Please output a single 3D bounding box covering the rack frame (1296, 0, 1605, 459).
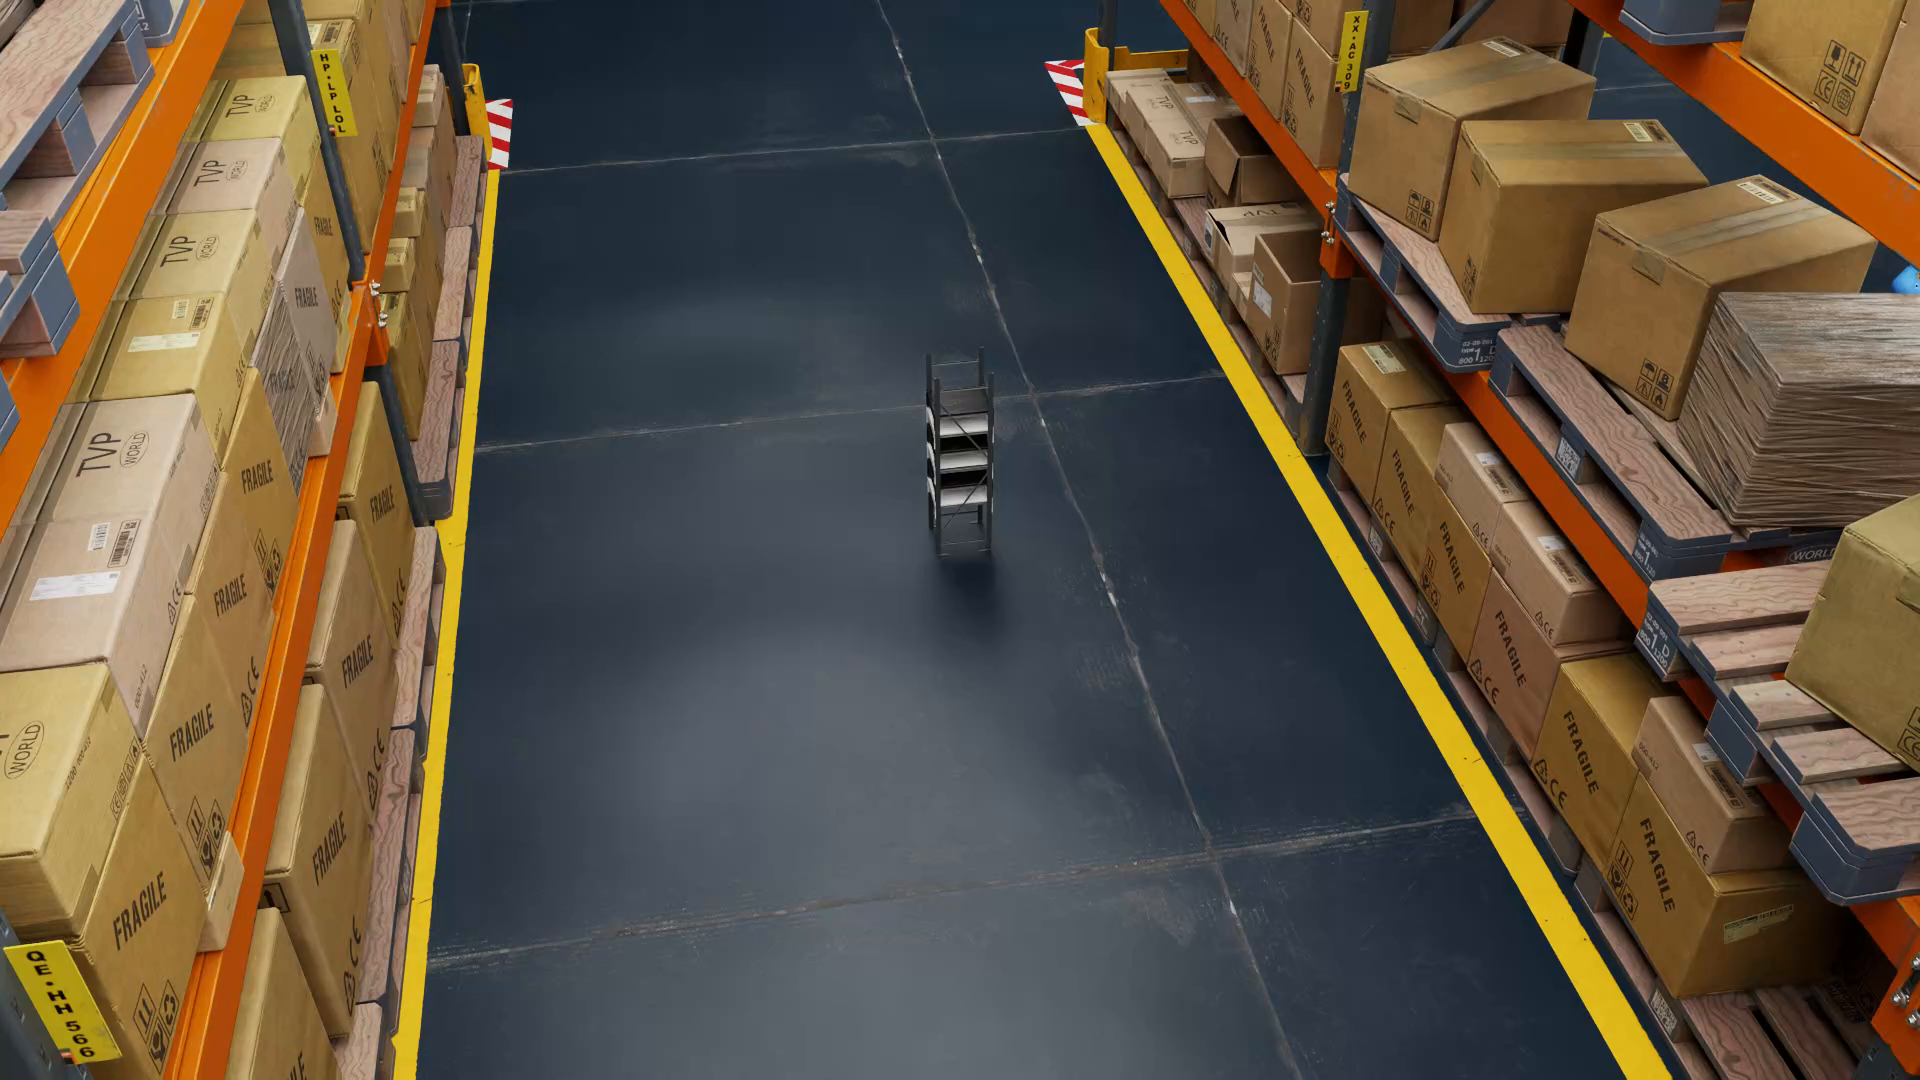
[{"bbox_3d":[2.085,-1.654,6.934,1.000,3.000,0.127,-6,38,-8],"label":"rack frame"}]

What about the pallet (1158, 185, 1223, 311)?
[{"bbox_3d":[1.748,-1.706,9.274,1.003,0.211,1.213,-6,38,-8],"label":"pallet"}]

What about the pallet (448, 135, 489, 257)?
[{"bbox_3d":[-3.275,-1.959,9.600,1.003,0.211,1.213,-6,38,-8],"label":"pallet"}]

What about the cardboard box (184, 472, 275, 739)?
[{"bbox_3d":[-2.092,0.194,4.215,0.500,0.500,0.500,-6,38,-8],"label":"cardboard box"}]

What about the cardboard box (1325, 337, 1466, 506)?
[{"bbox_3d":[1.930,-0.522,7.156,0.500,0.500,0.500,-8,39,-10],"label":"cardboard box"}]

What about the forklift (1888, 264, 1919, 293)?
[{"bbox_3d":[5.295,-0.990,6.136,3.031,2.935,1.130,29,47,32],"label":"forklift"}]

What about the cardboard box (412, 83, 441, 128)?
[{"bbox_3d":[-3.024,-2.345,8.990,0.380,0.149,0.250,-5,38,-7],"label":"cardboard box"}]

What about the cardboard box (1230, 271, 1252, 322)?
[{"bbox_3d":[1.581,-1.235,8.360,0.380,0.149,0.250,-6,38,-8],"label":"cardboard box"}]

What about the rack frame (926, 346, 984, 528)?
[{"bbox_3d":[-0.019,-0.422,7.059,0.240,0.900,0.006,-6,38,-8],"label":"rack frame"}]

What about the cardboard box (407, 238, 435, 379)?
[{"bbox_3d":[-2.906,-1.064,7.870,0.700,0.500,0.500,-7,38,-8],"label":"cardboard box"}]

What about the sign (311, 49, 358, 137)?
[{"bbox_3d":[-2.259,-1.609,5.997,0.100,0.325,0.005,-6,38,-8],"label":"sign"}]

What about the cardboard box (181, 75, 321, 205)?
[{"bbox_3d":[-2.458,-1.325,5.559,0.500,0.250,0.500,-5,38,-7],"label":"cardboard box"}]

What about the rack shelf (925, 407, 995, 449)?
[{"bbox_3d":[-0.001,-0.476,6.890,0.258,0.077,0.200,-6,38,-8],"label":"rack shelf"}]

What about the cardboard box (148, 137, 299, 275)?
[{"bbox_3d":[-2.377,-1.015,5.160,0.500,0.250,0.500,-5,38,-7],"label":"cardboard box"}]

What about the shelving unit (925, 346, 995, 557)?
[{"bbox_3d":[-0.001,-0.360,6.980,0.258,0.900,0.210,-6,38,-8],"label":"shelving unit"}]

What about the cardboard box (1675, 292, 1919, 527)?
[{"bbox_3d":[2.593,-0.384,4.876,0.700,0.500,0.500,0,38,1],"label":"cardboard box"}]

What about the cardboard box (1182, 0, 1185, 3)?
[{"bbox_3d":[1.383,-3.198,8.840,0.500,0.500,0.500,-6,38,-8],"label":"cardboard box"}]

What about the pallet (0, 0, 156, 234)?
[{"bbox_3d":[-2.454,-0.871,3.635,1.003,0.211,1.213,-5,38,-6],"label":"pallet"}]

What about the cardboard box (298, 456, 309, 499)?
[{"bbox_3d":[-2.303,-0.234,5.295,0.380,0.149,0.250,-6,38,-8],"label":"cardboard box"}]

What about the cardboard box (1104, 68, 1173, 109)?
[{"bbox_3d":[1.119,-2.828,10.410,0.380,0.149,0.250,-6,38,-8],"label":"cardboard box"}]

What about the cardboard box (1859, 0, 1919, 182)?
[{"bbox_3d":[2.587,-1.030,3.604,0.910,0.500,0.500,-6,38,-8],"label":"cardboard box"}]

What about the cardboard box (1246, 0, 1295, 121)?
[{"bbox_3d":[1.653,-2.279,7.657,0.500,0.500,0.500,-5,38,-7],"label":"cardboard box"}]

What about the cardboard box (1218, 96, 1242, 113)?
[{"bbox_3d":[1.704,-2.568,10.062,0.380,0.166,0.250,-6,38,-8],"label":"cardboard box"}]

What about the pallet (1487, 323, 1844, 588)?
[{"bbox_3d":[2.441,-0.336,5.394,1.003,0.211,1.213,-6,38,-8],"label":"pallet"}]

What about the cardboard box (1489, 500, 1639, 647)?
[{"bbox_3d":[2.194,0.089,5.758,0.500,0.250,0.500,-7,38,-9],"label":"cardboard box"}]

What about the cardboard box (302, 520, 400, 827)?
[{"bbox_3d":[-2.391,0.480,5.598,0.750,0.750,0.750,-5,38,-7],"label":"cardboard box"}]

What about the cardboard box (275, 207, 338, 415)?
[{"bbox_3d":[-2.363,-0.725,5.398,0.500,0.500,0.500,-6,38,-8],"label":"cardboard box"}]

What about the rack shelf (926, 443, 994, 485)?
[{"bbox_3d":[-0.001,-0.334,7.001,0.258,0.077,0.200,-6,38,-8],"label":"rack shelf"}]

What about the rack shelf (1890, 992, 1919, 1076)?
[{"bbox_3d":[3.137,2.254,2.490,1.077,0.370,4.000,-6,38,-8],"label":"rack shelf"}]

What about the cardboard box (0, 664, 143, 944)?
[{"bbox_3d":[-1.921,0.517,3.188,0.500,0.250,0.500,-5,38,-7],"label":"cardboard box"}]

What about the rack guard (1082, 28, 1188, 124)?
[{"bbox_3d":[1.397,-3.037,10.751,1.175,0.500,0.348,-6,38,-8],"label":"rack guard"}]

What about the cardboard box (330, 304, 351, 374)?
[{"bbox_3d":[-2.386,-0.704,5.899,0.380,0.149,0.250,-6,38,-7],"label":"cardboard box"}]

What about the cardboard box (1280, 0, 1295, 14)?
[{"bbox_3d":[1.649,-2.675,7.352,0.500,0.500,0.500,-7,38,-9],"label":"cardboard box"}]

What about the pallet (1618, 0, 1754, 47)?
[{"bbox_3d":[2.315,-1.737,4.749,1.213,0.211,1.003,-6,38,-8],"label":"pallet"}]

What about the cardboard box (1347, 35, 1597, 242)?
[{"bbox_3d":[1.948,-1.549,6.375,0.700,0.500,0.500,-19,42,-23],"label":"cardboard box"}]

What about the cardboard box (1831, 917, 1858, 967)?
[{"bbox_3d":[2.890,0.954,5.256,0.500,0.500,0.500,-8,38,-10],"label":"cardboard box"}]

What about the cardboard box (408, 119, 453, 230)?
[{"bbox_3d":[-3.184,-1.999,9.074,0.700,0.500,0.500,-6,38,-8],"label":"cardboard box"}]

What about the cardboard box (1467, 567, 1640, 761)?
[{"bbox_3d":[2.203,0.407,5.960,0.500,0.500,0.500,-8,38,-10],"label":"cardboard box"}]

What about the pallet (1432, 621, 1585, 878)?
[{"bbox_3d":[2.482,0.673,6.212,1.003,0.211,1.213,-6,38,-8],"label":"pallet"}]

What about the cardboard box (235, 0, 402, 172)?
[{"bbox_3d":[-2.993,-2.008,7.145,0.980,0.700,0.700,-7,38,-9],"label":"cardboard box"}]

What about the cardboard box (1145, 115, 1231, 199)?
[{"bbox_3d":[1.375,-2.195,9.513,0.500,0.250,0.500,-6,38,-8],"label":"cardboard box"}]

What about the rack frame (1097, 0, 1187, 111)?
[{"bbox_3d":[1.384,-4.070,10.044,1.000,3.000,0.127,-6,38,-8],"label":"rack frame"}]
